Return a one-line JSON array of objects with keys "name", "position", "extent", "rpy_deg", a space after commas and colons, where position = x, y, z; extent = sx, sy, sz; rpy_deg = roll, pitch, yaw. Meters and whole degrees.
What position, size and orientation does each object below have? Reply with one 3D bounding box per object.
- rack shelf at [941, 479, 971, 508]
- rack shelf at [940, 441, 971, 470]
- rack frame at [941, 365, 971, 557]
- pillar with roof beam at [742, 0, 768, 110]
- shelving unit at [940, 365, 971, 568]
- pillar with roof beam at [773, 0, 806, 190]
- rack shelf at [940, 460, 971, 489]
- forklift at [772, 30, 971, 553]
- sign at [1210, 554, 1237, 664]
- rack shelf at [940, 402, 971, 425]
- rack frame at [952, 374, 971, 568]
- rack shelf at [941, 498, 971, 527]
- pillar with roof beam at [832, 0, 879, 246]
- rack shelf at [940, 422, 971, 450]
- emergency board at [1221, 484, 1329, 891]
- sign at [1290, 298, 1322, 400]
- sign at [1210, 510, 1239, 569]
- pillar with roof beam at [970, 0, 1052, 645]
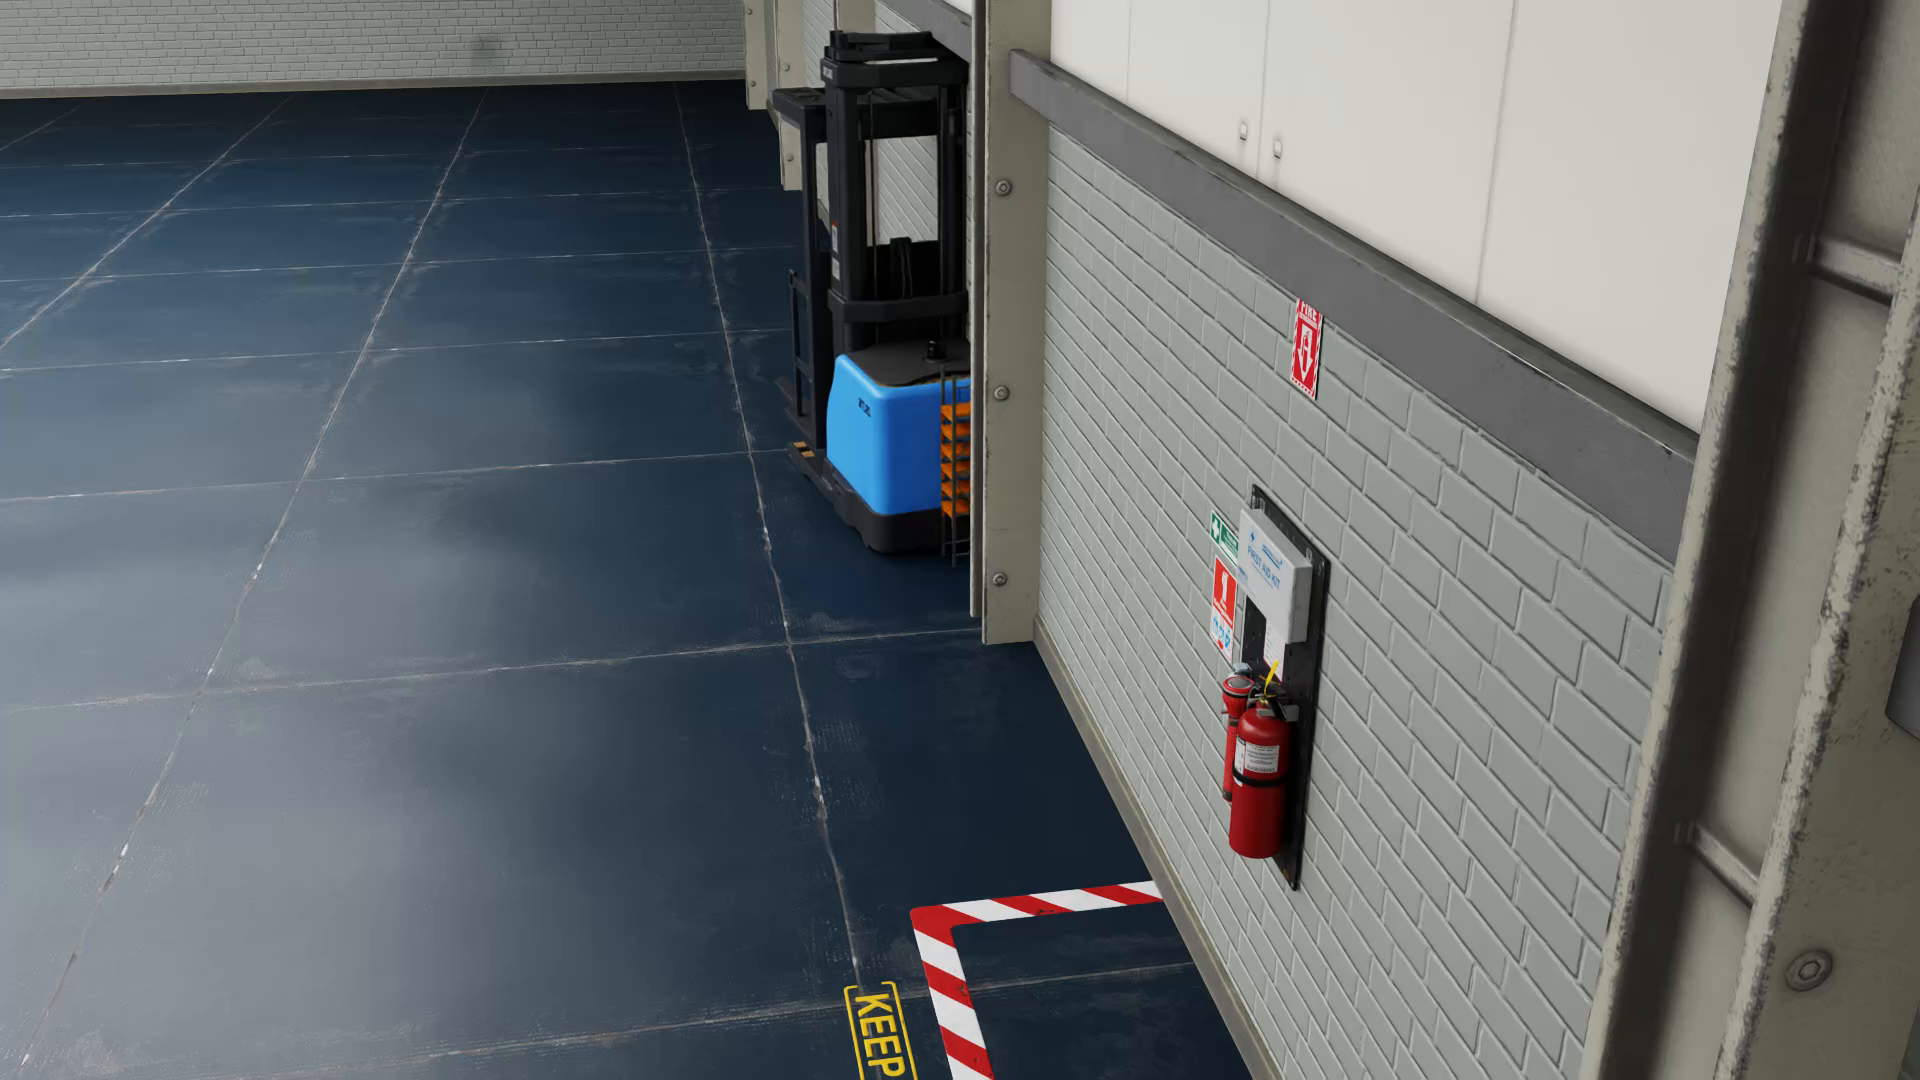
[{"name": "rack shelf", "position": [0.037, -0.282, 9.808], "extent": [0.258, 0.103, 0.180], "rpy_deg": [-9, 25, -19]}, {"name": "rack shelf", "position": [0.037, -0.502, 9.712], "extent": [0.258, 0.103, 0.180], "rpy_deg": [-9, 25, -19]}, {"name": "rack frame", "position": [0.005, -0.467, 9.821], "extent": [0.240, 1.200, 0.006], "rpy_deg": [-9, 25, -19]}, {"name": "pillar with roof beam", "position": [-7.315, -10.411, 22.843], "extent": [9.100, 9.000, 0.400], "rpy_deg": [-4, 24, -10]}, {"name": "shelving unit", "position": [0.037, -0.433, 9.742], "extent": [0.258, 1.200, 0.189], "rpy_deg": [-9, 25, -19]}, {"name": "pillar with roof beam", "position": [-6.205, -8.051, 17.440], "extent": [9.100, 9.000, 0.400], "rpy_deg": [-4, 24, -10]}, {"name": "rack shelf", "position": [0.037, -0.392, 9.760], "extent": [0.258, 0.103, 0.180], "rpy_deg": [-9, 25, -19]}, {"name": "forklift", "position": [-0.535, -1.830, 10.778], "extent": [1.130, 2.935, 3.031], "rpy_deg": [-9, 25, -19]}, {"name": "sign", "position": [0.934, 0.244, 5.899], "extent": [0.001, 0.329, 0.234], "rpy_deg": [-4, 24, -10]}, {"name": "rack shelf", "position": [0.037, -0.722, 9.616], "extent": [0.258, 0.103, 0.180], "rpy_deg": [-9, 25, -19]}, {"name": "rack frame", "position": [0.070, -0.399, 9.664], "extent": [0.240, 1.200, 0.006], "rpy_deg": [-9, 25, -19]}, {"name": "rack shelf", "position": [0.037, -0.172, 9.856], "extent": [0.258, 0.103, 0.180], "rpy_deg": [-9, 25, -19]}, {"name": "pillar with roof beam", "position": [-5.096, -5.690, 12.036], "extent": [9.100, 9.000, 0.400], "rpy_deg": [-4, 24, -10]}, {"name": "rack shelf", "position": [0.037, -0.612, 9.664], "extent": [0.258, 0.103, 0.180], "rpy_deg": [-9, 25, -19]}, {"name": "emergency board", "position": [0.935, 0.485, 5.391], "extent": [0.194, 1.169, 0.643], "rpy_deg": [-4, 24, -10]}, {"name": "sign", "position": [1.031, -0.588, 4.951], "extent": [0.001, 0.298, 0.199], "rpy_deg": [-4, 24, -10]}, {"name": "sign", "position": [0.926, 0.003, 5.788], "extent": [0.001, 0.109, 0.331], "rpy_deg": [-4, 24, -10]}, {"name": "pillar with roof beam", "position": [-3.986, -3.330, 6.632], "extent": [9.100, 9.000, 0.400], "rpy_deg": [-4, 24, -10]}]
